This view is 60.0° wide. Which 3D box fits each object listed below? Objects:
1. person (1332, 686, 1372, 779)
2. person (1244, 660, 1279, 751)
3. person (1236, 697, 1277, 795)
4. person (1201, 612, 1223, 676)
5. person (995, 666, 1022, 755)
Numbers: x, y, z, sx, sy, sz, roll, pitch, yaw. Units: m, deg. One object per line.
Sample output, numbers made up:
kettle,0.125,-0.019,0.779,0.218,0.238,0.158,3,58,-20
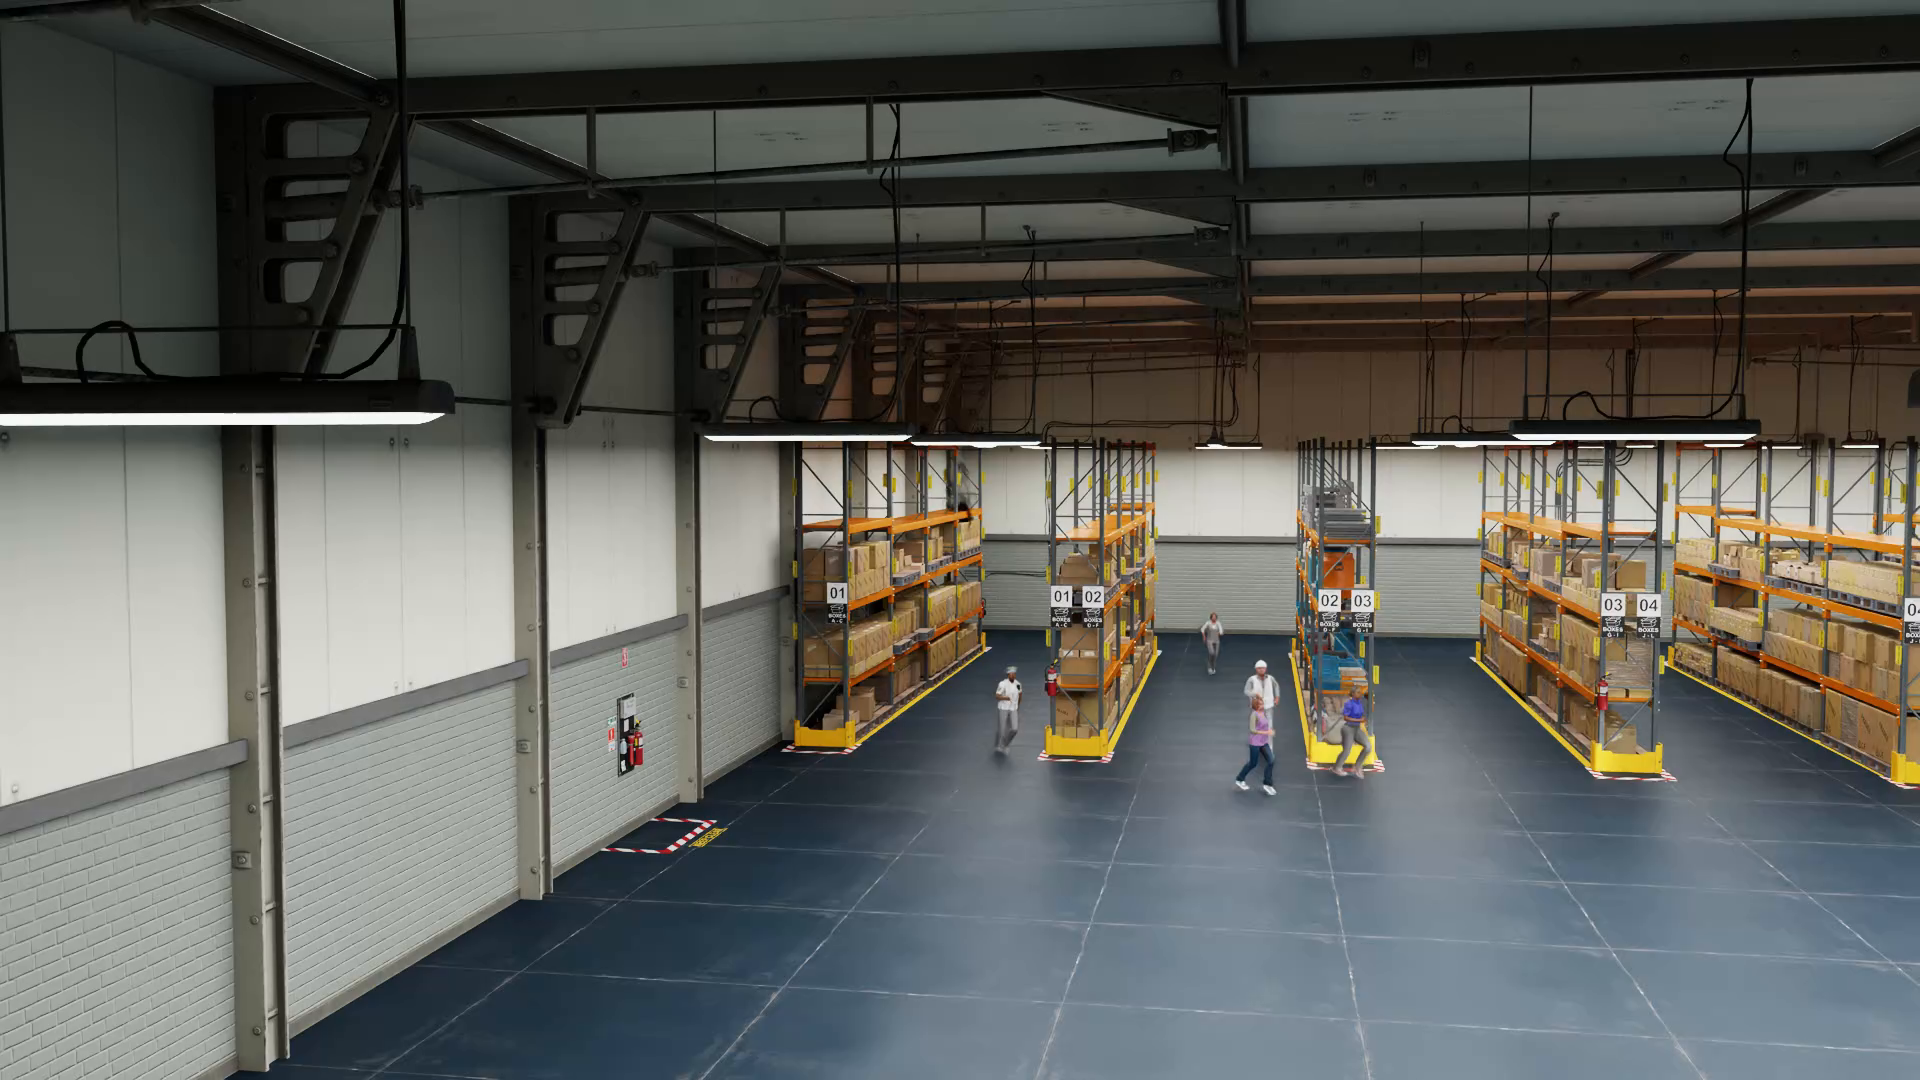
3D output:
person,6.893,3.372,29.147,0.605,1.648,0.778,-2,4,-39
person,5.686,3.178,31.367,0.682,1.837,0.799,0,3,4
person,4.970,3.458,27.895,0.724,1.621,0.544,3,4,40
person,6.497,2.664,42.704,0.503,1.617,0.682,0,3,-6
person,0.952,3.230,31.461,0.583,1.701,0.666,-1,3,-15
